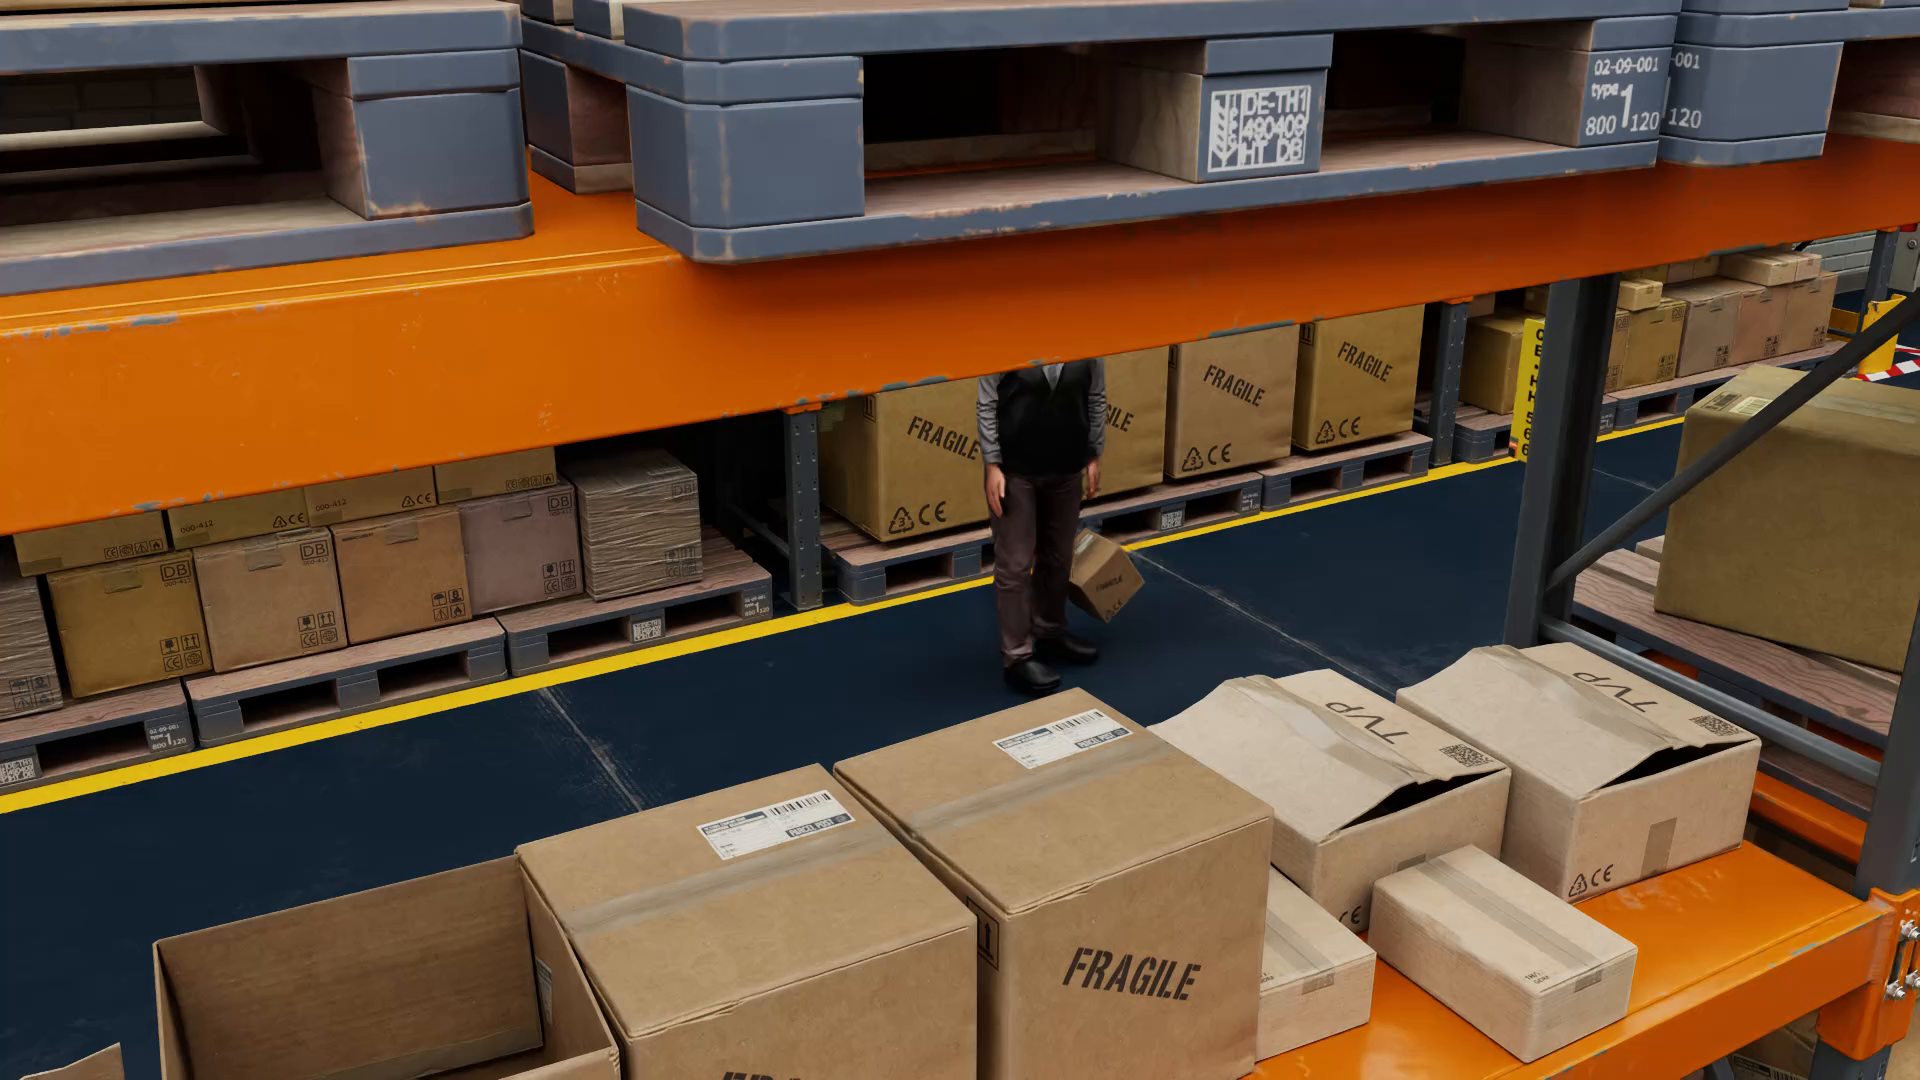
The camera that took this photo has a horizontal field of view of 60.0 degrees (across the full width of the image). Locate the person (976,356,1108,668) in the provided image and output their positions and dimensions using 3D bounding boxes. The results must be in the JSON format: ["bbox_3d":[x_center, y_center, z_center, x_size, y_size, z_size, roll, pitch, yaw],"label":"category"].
[{"bbox_3d":[0.335,-0.213,6.782,0.564,1.470,0.385,-9,23,-22],"label":"person"}]
